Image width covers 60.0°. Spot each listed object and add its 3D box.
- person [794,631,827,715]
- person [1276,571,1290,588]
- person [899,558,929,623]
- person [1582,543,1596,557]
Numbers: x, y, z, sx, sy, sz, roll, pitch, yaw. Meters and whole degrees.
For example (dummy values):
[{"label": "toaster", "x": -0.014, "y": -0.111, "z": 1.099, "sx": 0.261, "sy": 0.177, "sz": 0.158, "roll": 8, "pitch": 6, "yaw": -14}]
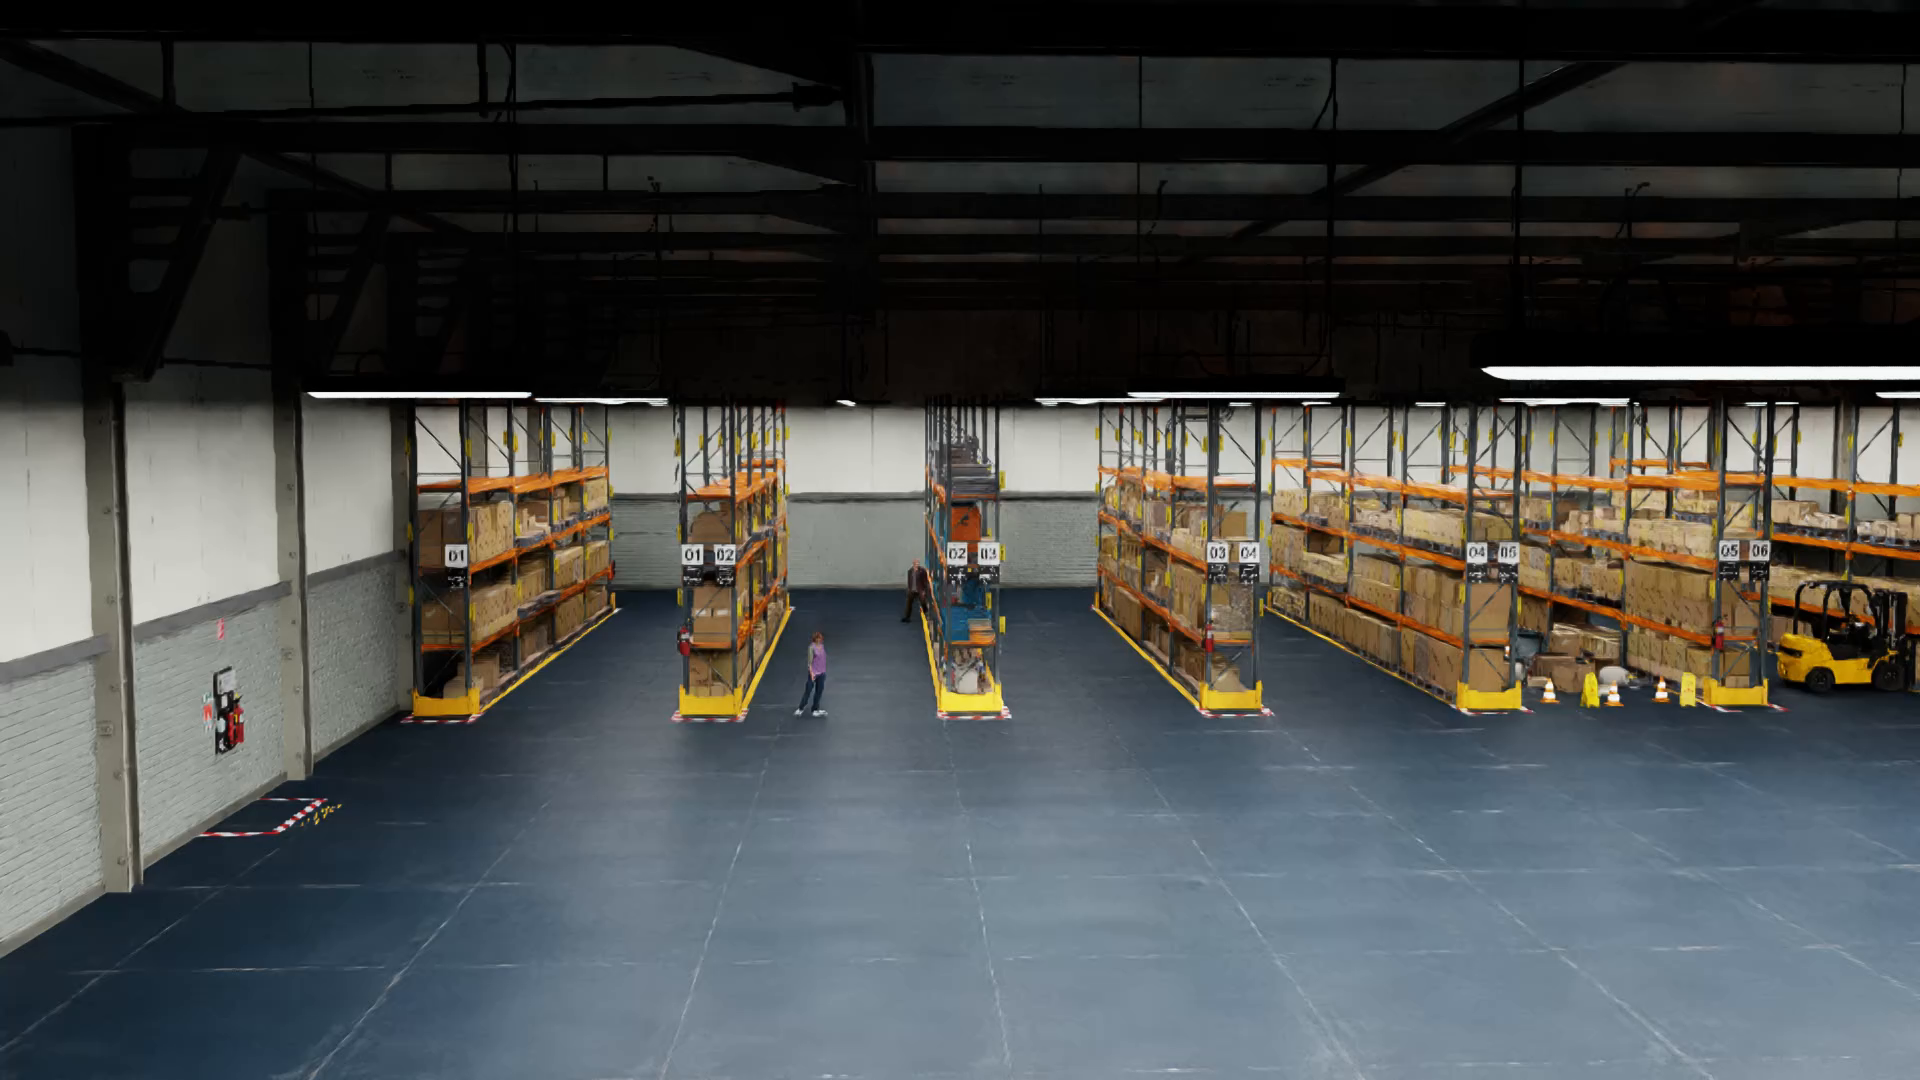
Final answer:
[{"label": "person", "x": -2.786, "y": 2.495, "z": 30.955, "sx": 0.447, "sy": 1.579, "sz": 0.596, "roll": 4, "pitch": 6, "yaw": 39}, {"label": "person", "x": 9.612, "y": 0.932, "z": 49.225, "sx": 0.376, "sy": 1.782, "sz": 0.618, "roll": -3, "pitch": 6, "yaw": -36}, {"label": "person", "x": -1.180, "y": 1.330, "z": 44.476, "sx": 0.632, "sy": 1.725, "sz": 0.968, "roll": 2, "pitch": 5, "yaw": 23}, {"label": "person", "x": 18.988, "y": 0.875, "z": 50.235, "sx": 0.712, "sy": 1.786, "sz": 0.551, "roll": -3, "pitch": 5, "yaw": -32}]
